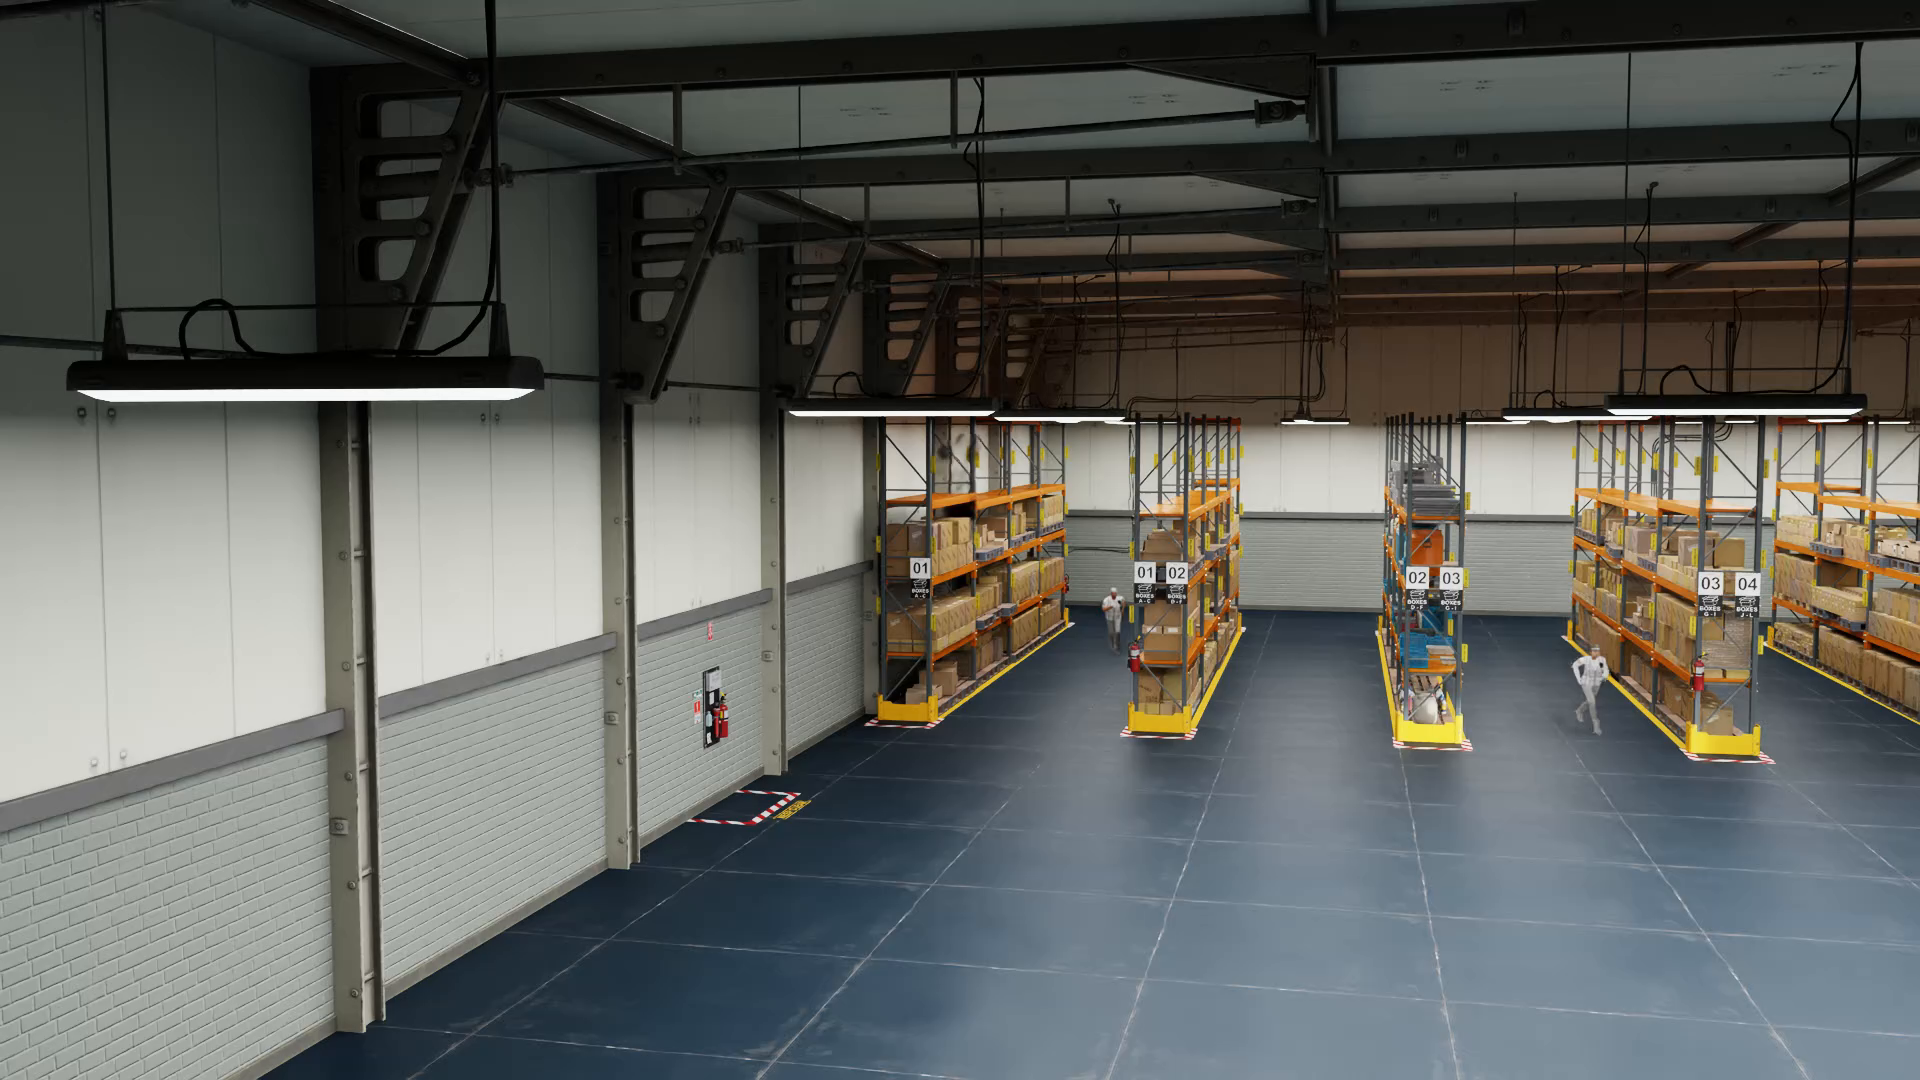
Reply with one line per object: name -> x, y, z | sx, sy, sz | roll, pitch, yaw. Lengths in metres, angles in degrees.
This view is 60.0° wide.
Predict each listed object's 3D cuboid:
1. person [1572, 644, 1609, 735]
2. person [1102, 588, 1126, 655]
person -> 11.921, 2.771, 31.462 | 0.617, 1.687, 1.058 | 0, 4, -5
person -> 3.907, 2.060, 42.265 | 0.587, 1.729, 0.838 | 0, 4, 7
